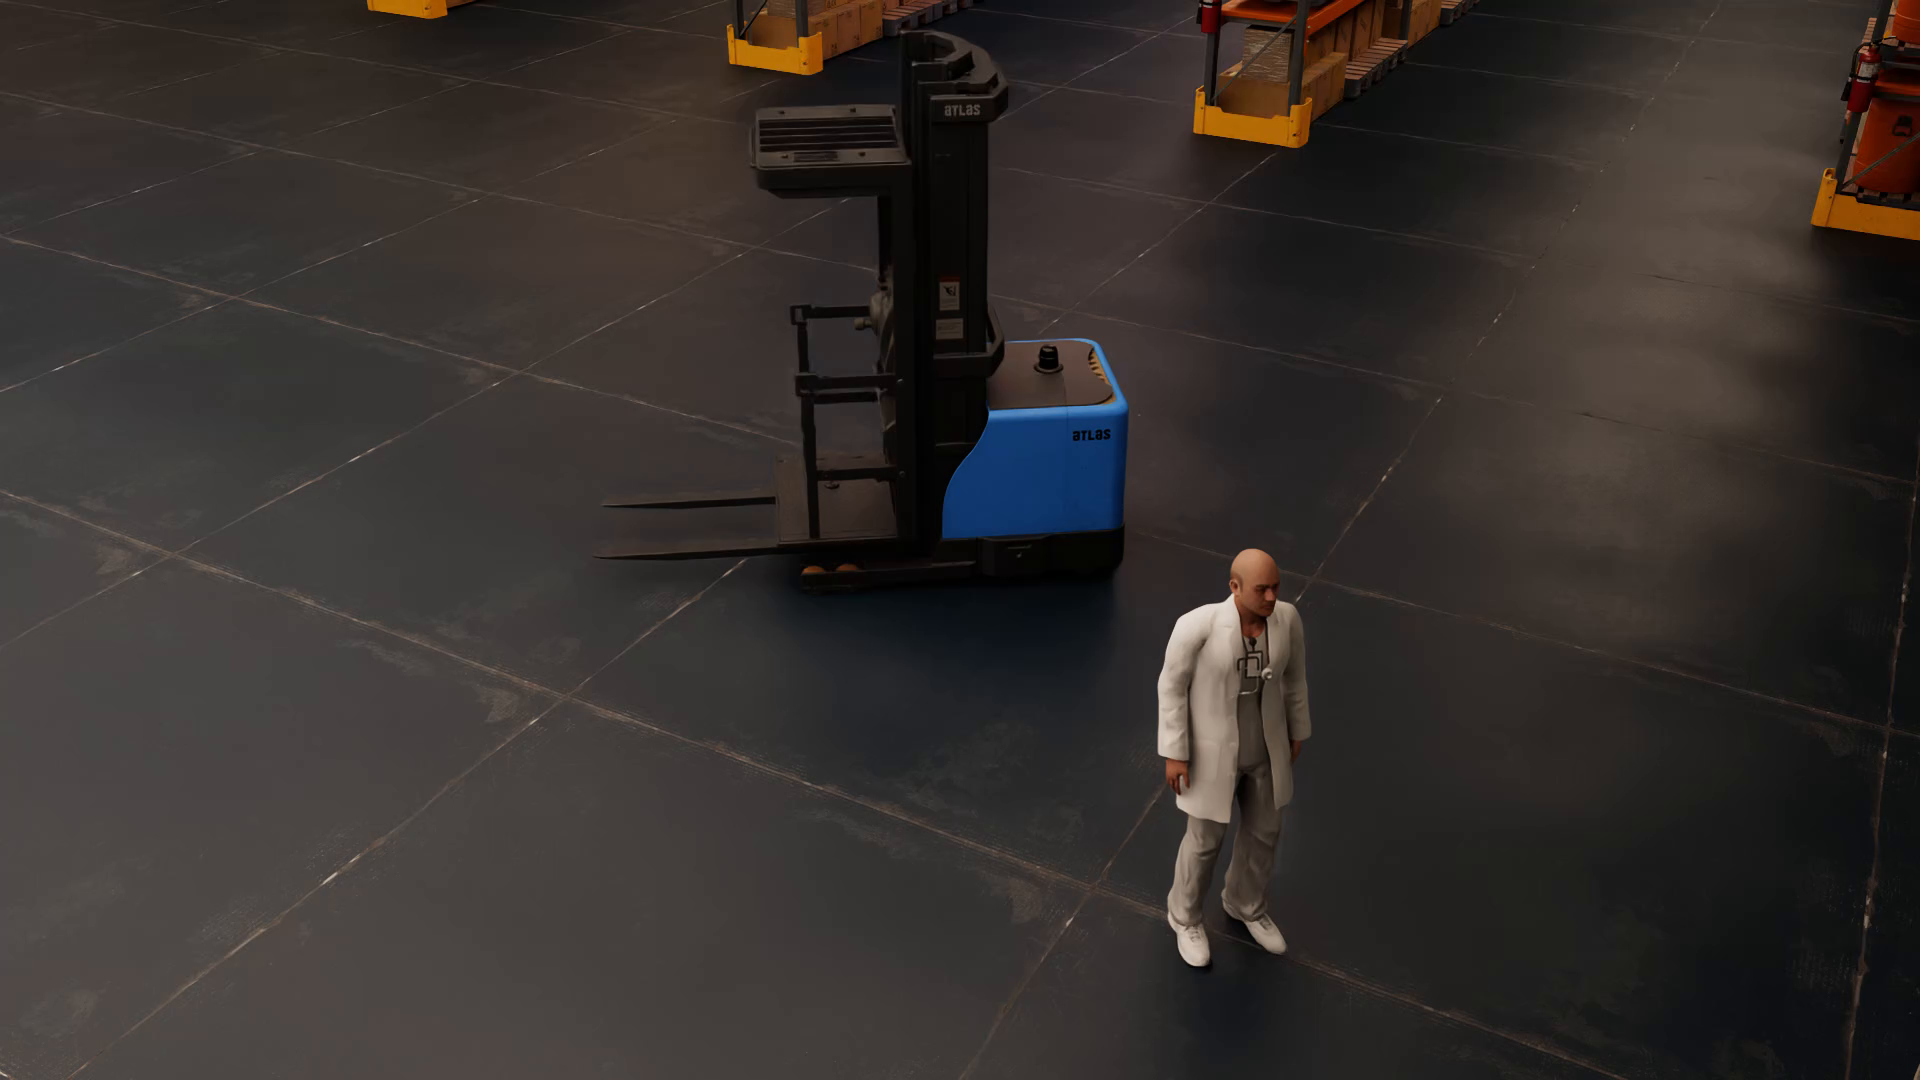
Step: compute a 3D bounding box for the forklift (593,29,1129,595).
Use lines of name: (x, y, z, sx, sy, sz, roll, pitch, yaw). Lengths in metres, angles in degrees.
forklift: (-0.606, -1.234, 9.208, 3.031, 2.935, 1.130, -3, 30, -6)

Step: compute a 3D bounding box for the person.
person: (1.133, 0.884, 6.708, 0.683, 1.793, 0.494, -9, 31, -15)
